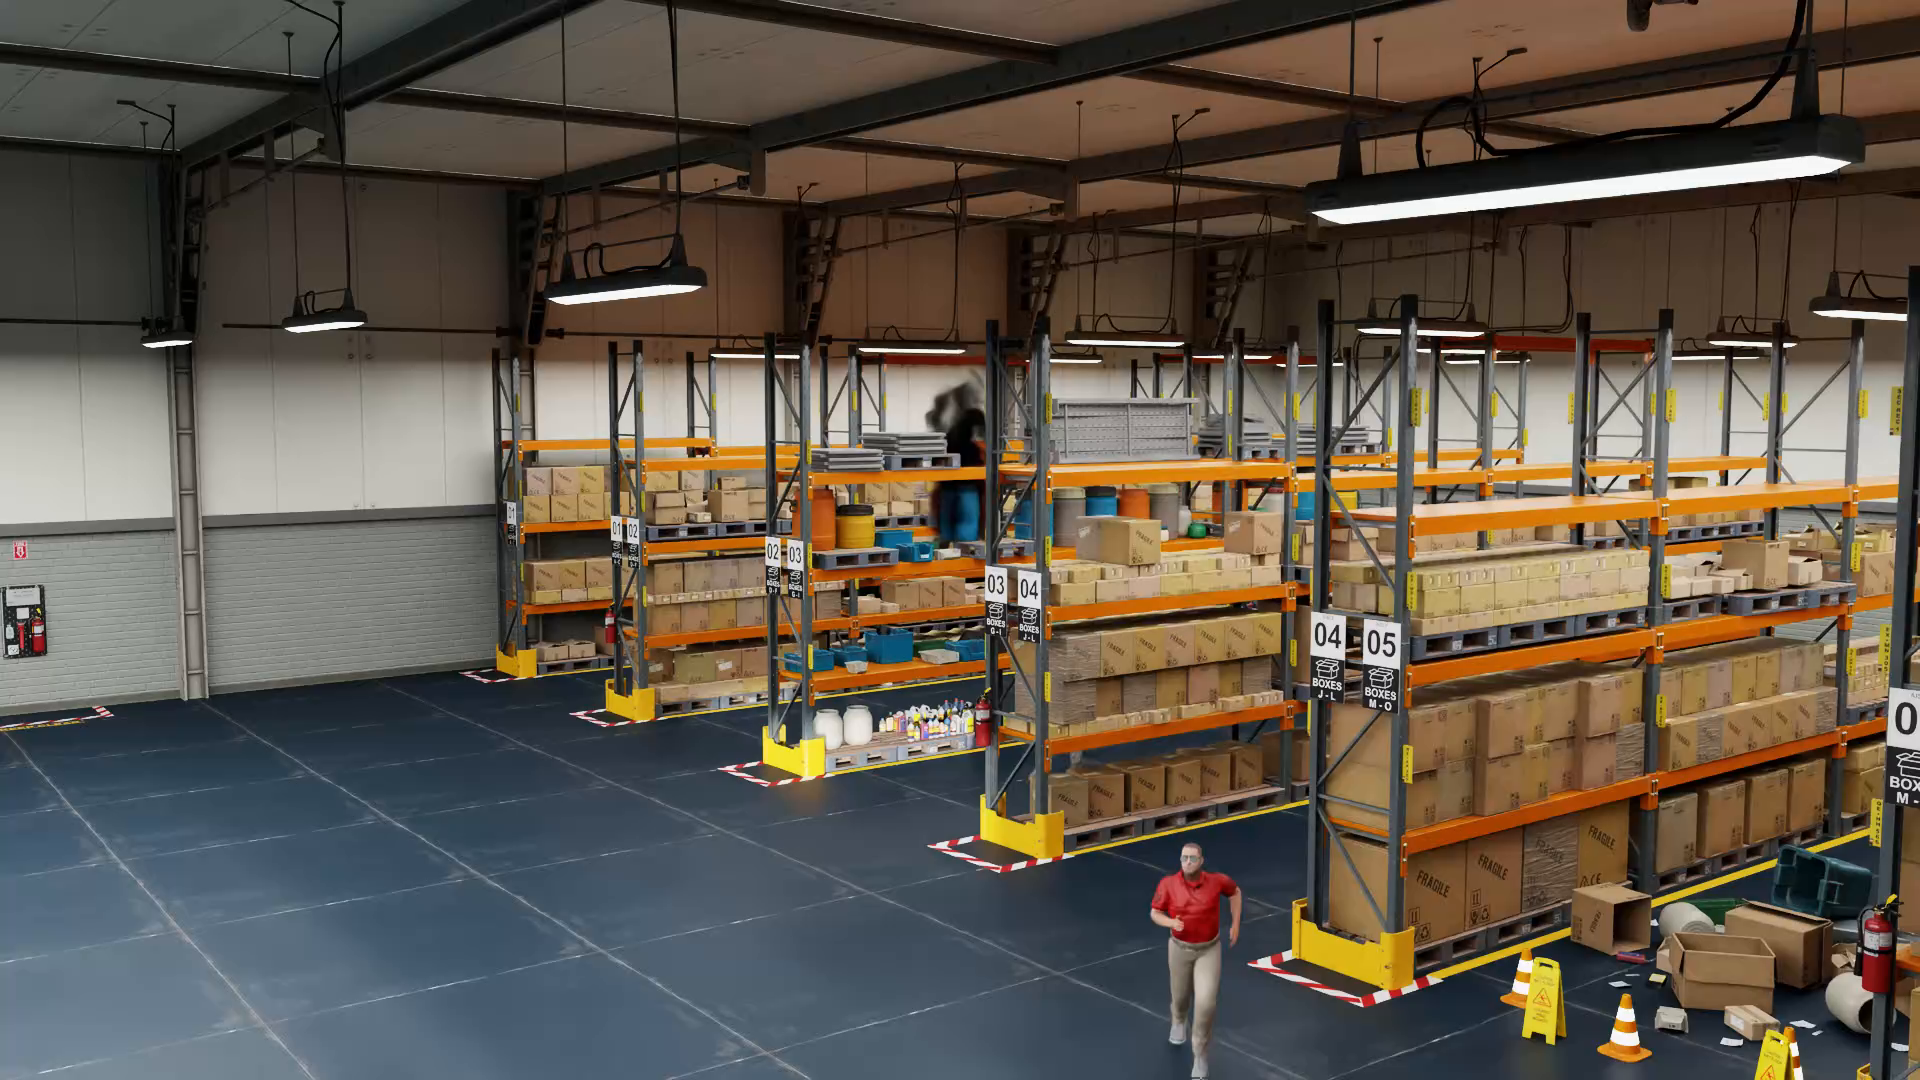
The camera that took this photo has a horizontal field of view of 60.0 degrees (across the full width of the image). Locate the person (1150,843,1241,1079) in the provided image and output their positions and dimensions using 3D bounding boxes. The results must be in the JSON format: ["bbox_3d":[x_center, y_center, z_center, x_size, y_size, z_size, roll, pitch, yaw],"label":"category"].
[{"bbox_3d":[1.812,3.194,12.812,0.672,1.788,0.924,1,5,14],"label":"person"}]

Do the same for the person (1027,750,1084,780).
[{"bbox_3d":[1.244,2.187,21.218,0.775,1.724,0.597,-4,6,-35],"label":"person"}]
